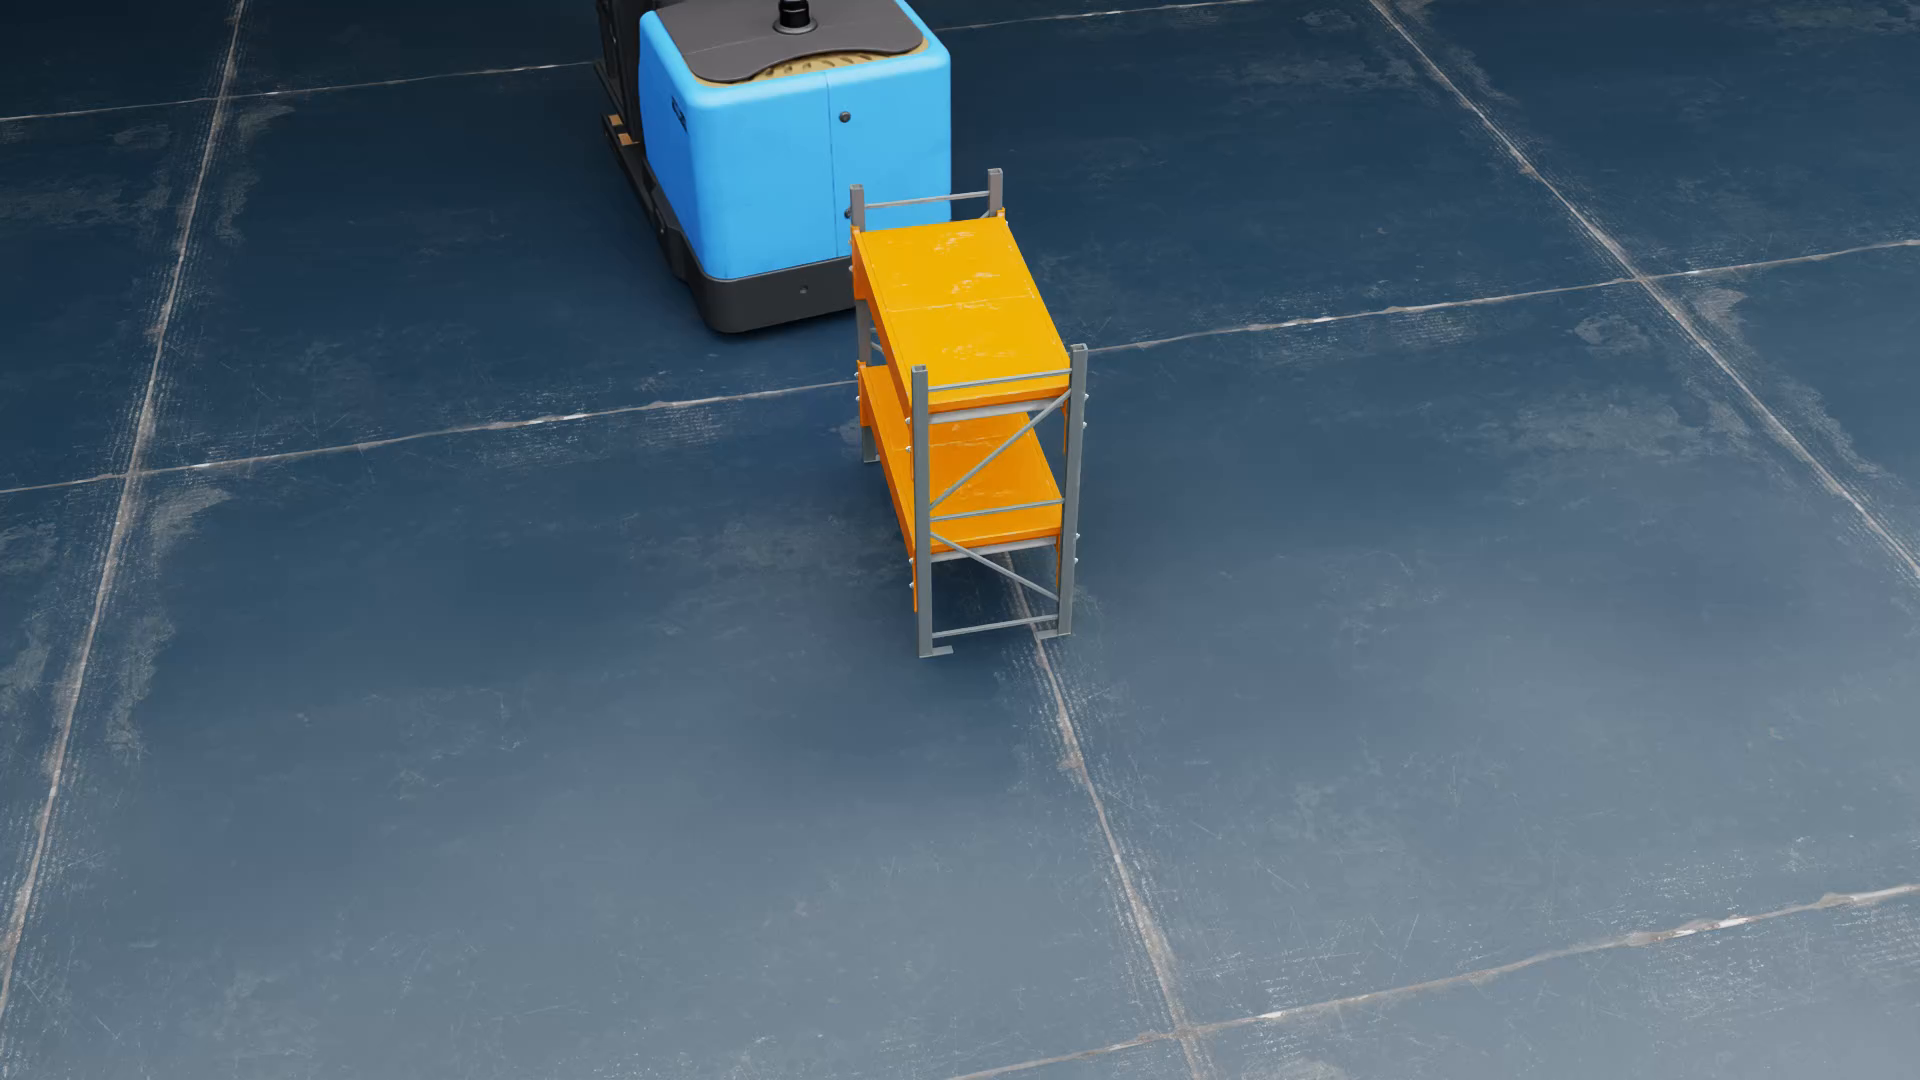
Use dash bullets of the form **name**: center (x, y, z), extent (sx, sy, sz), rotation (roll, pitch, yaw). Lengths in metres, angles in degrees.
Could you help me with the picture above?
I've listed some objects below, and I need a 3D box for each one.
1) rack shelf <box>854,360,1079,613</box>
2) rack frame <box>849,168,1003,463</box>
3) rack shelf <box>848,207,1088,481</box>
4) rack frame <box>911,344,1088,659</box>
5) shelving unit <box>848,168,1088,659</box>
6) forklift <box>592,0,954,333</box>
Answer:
- **rack shelf**: center (0.001, -0.233, 5.534), extent (0.538, 0.278, 1.000), rotation (-8, 42, -9)
- **rack frame**: center (-0.108, -0.746, 5.743), extent (0.500, 1.125, 0.032), rotation (-8, 42, -9)
- **rack shelf**: center (0.001, -0.635, 5.177), extent (0.538, 0.278, 1.000), rotation (-8, 42, -9)
- **rack frame**: center (0.111, -0.087, 5.000), extent (0.500, 1.125, 0.032), rotation (-8, 42, -9)
- **shelving unit**: center (0.001, -0.416, 5.372), extent (0.538, 1.125, 1.048), rotation (-8, 42, -9)
- **forklift**: center (-1.030, -2.900, 6.809), extent (1.130, 2.935, 3.031), rotation (-15, 44, -16)
